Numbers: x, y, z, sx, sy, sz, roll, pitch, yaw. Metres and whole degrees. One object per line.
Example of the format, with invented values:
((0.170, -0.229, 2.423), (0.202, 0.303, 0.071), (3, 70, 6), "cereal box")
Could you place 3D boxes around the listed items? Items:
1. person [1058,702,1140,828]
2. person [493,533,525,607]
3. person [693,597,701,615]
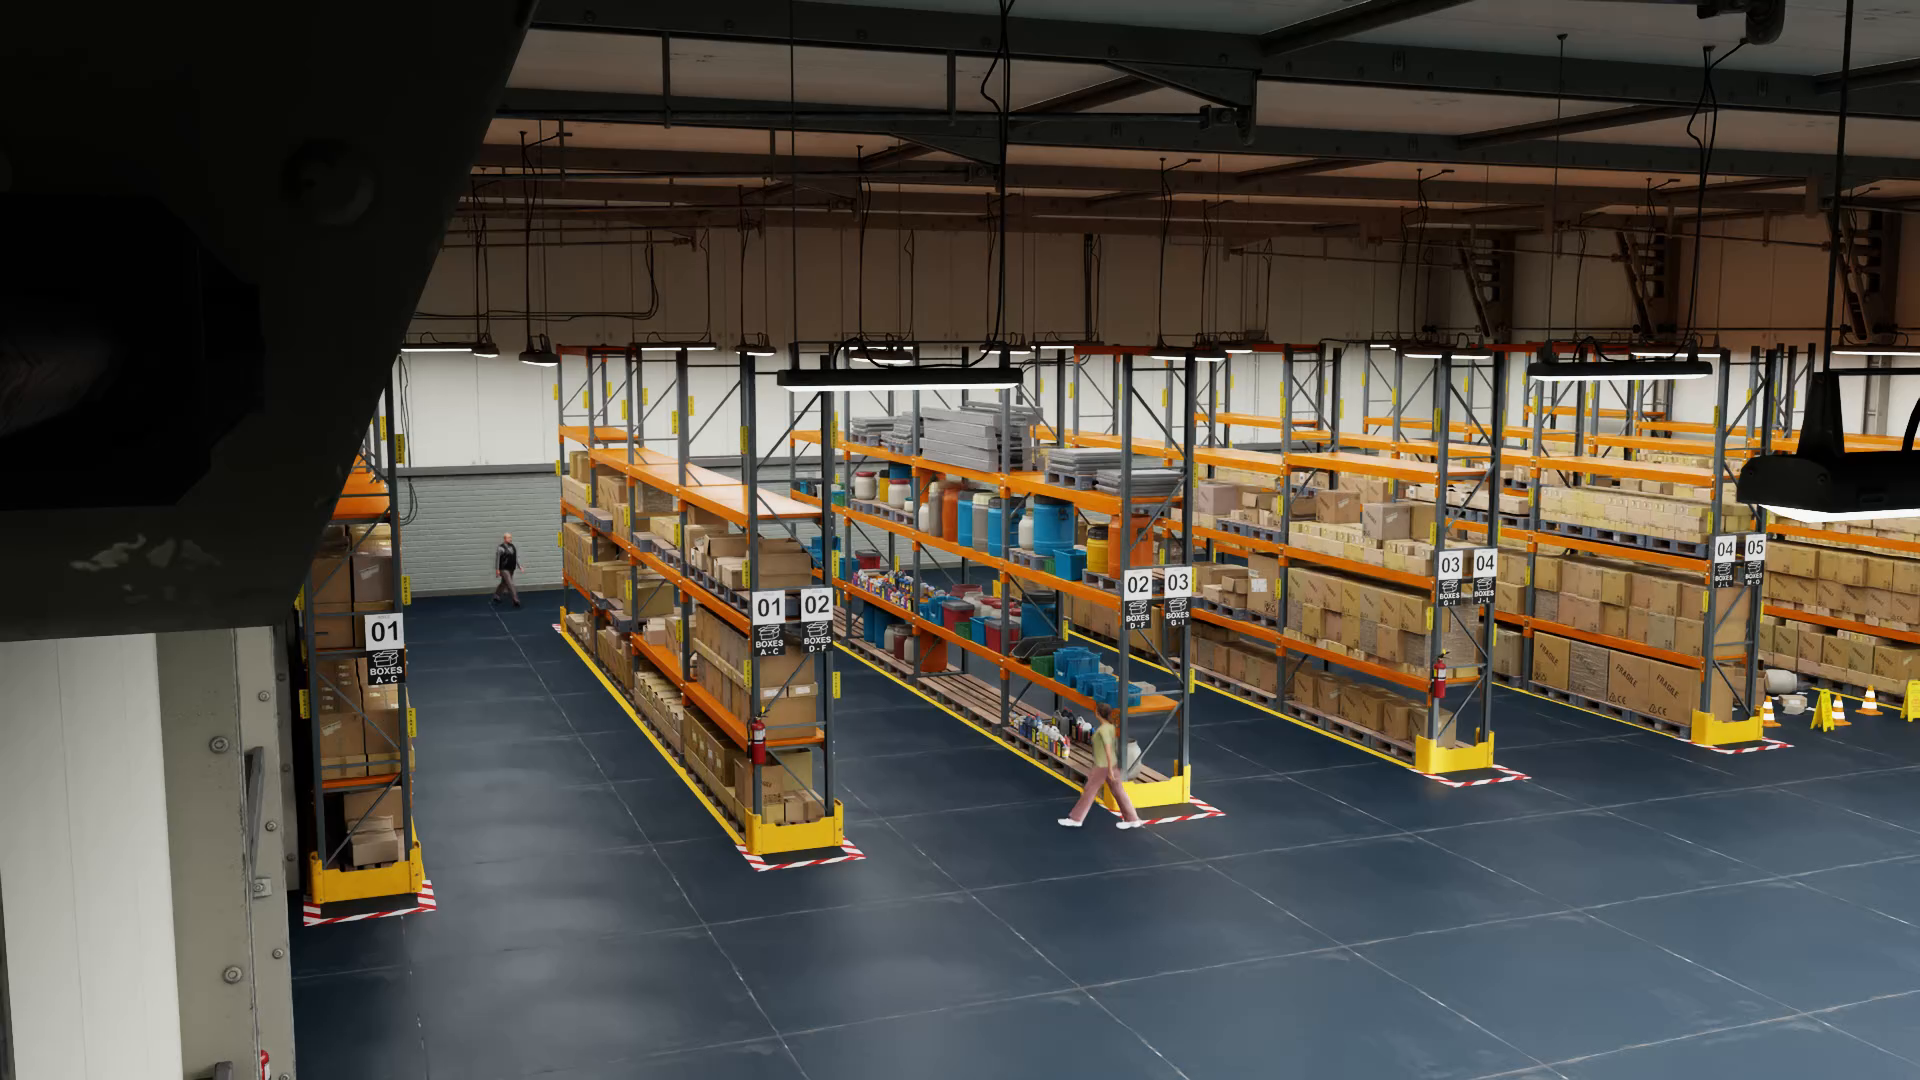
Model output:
((1.775, 2.842, 21.048), (1.021, 1.605, 0.539), (2, 7, 14), "person")
((-10.300, 0.667, 37.928), (1.103, 1.655, 0.556), (4, 8, 27), "person")
((-5.190, 1.386, 32.462), (0.492, 1.635, 0.872), (-3, 8, -23), "person")
